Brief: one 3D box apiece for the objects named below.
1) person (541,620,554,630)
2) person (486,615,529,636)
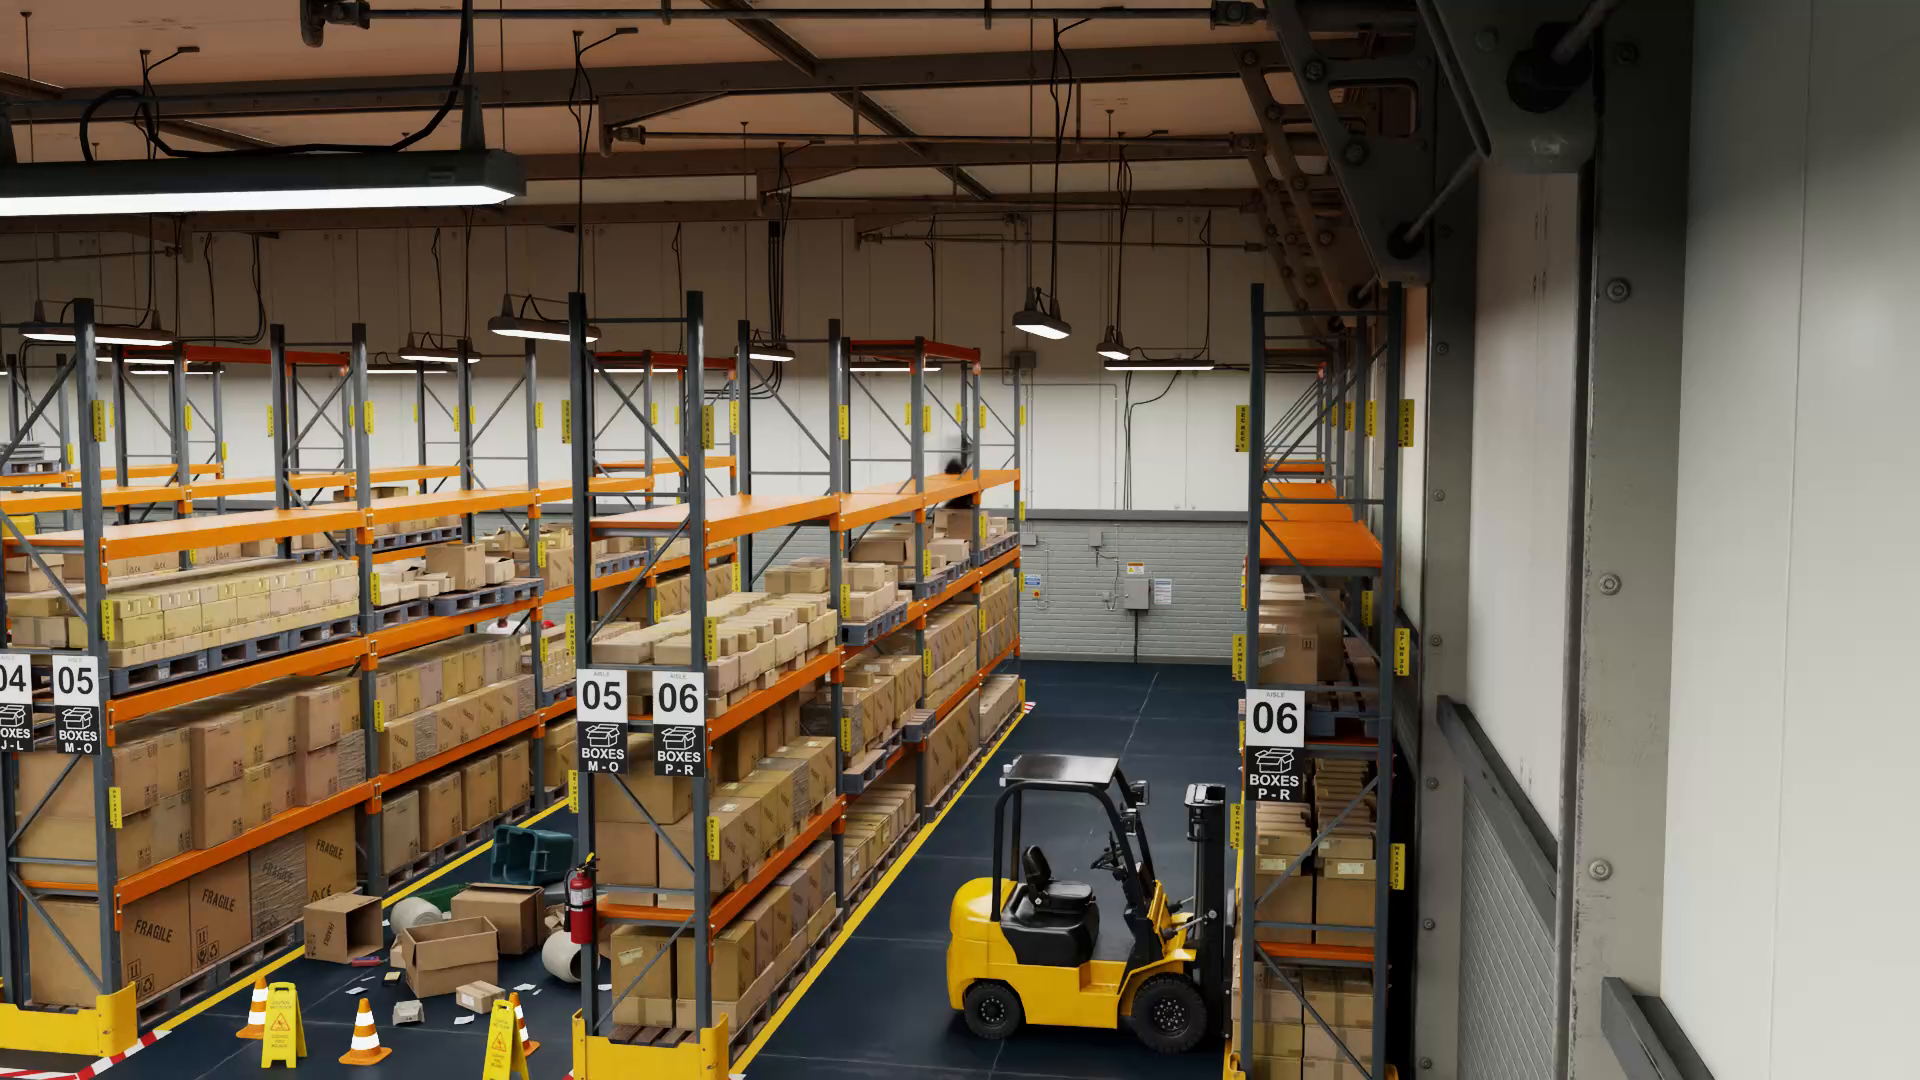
[{"bbox_3d":[-6.536,2.142,26.600,0.685,1.735,0.781,1,5,15],"label":"person"},{"bbox_3d":[-19.057,-0.496,13.668,20.671,8.882,31.525,0,5,5],"label":"person"}]
